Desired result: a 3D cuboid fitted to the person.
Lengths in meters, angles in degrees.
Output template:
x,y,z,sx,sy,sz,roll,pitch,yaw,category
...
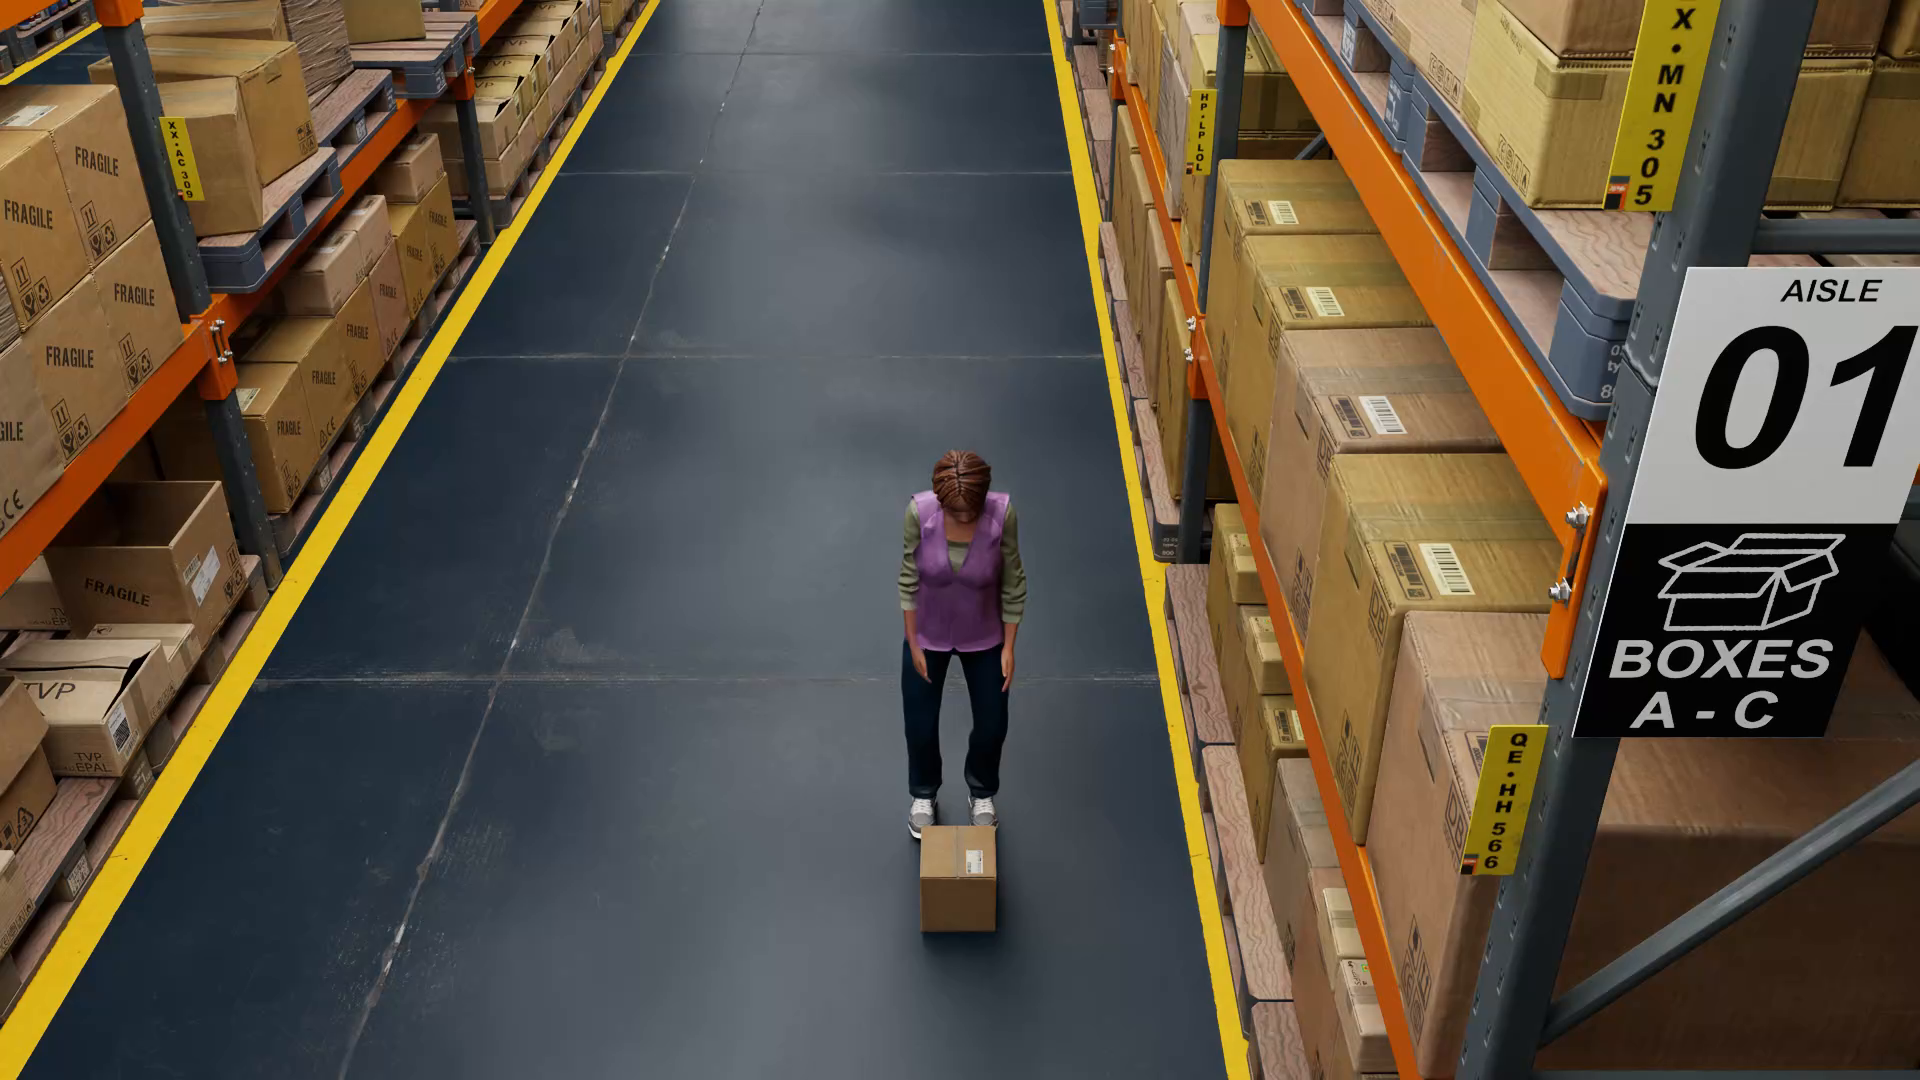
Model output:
x,y,z,sx,sy,sz,roll,pitch,yaw,category
0.011,0.399,5.642,0.451,1.464,0.518,0,32,1,person
